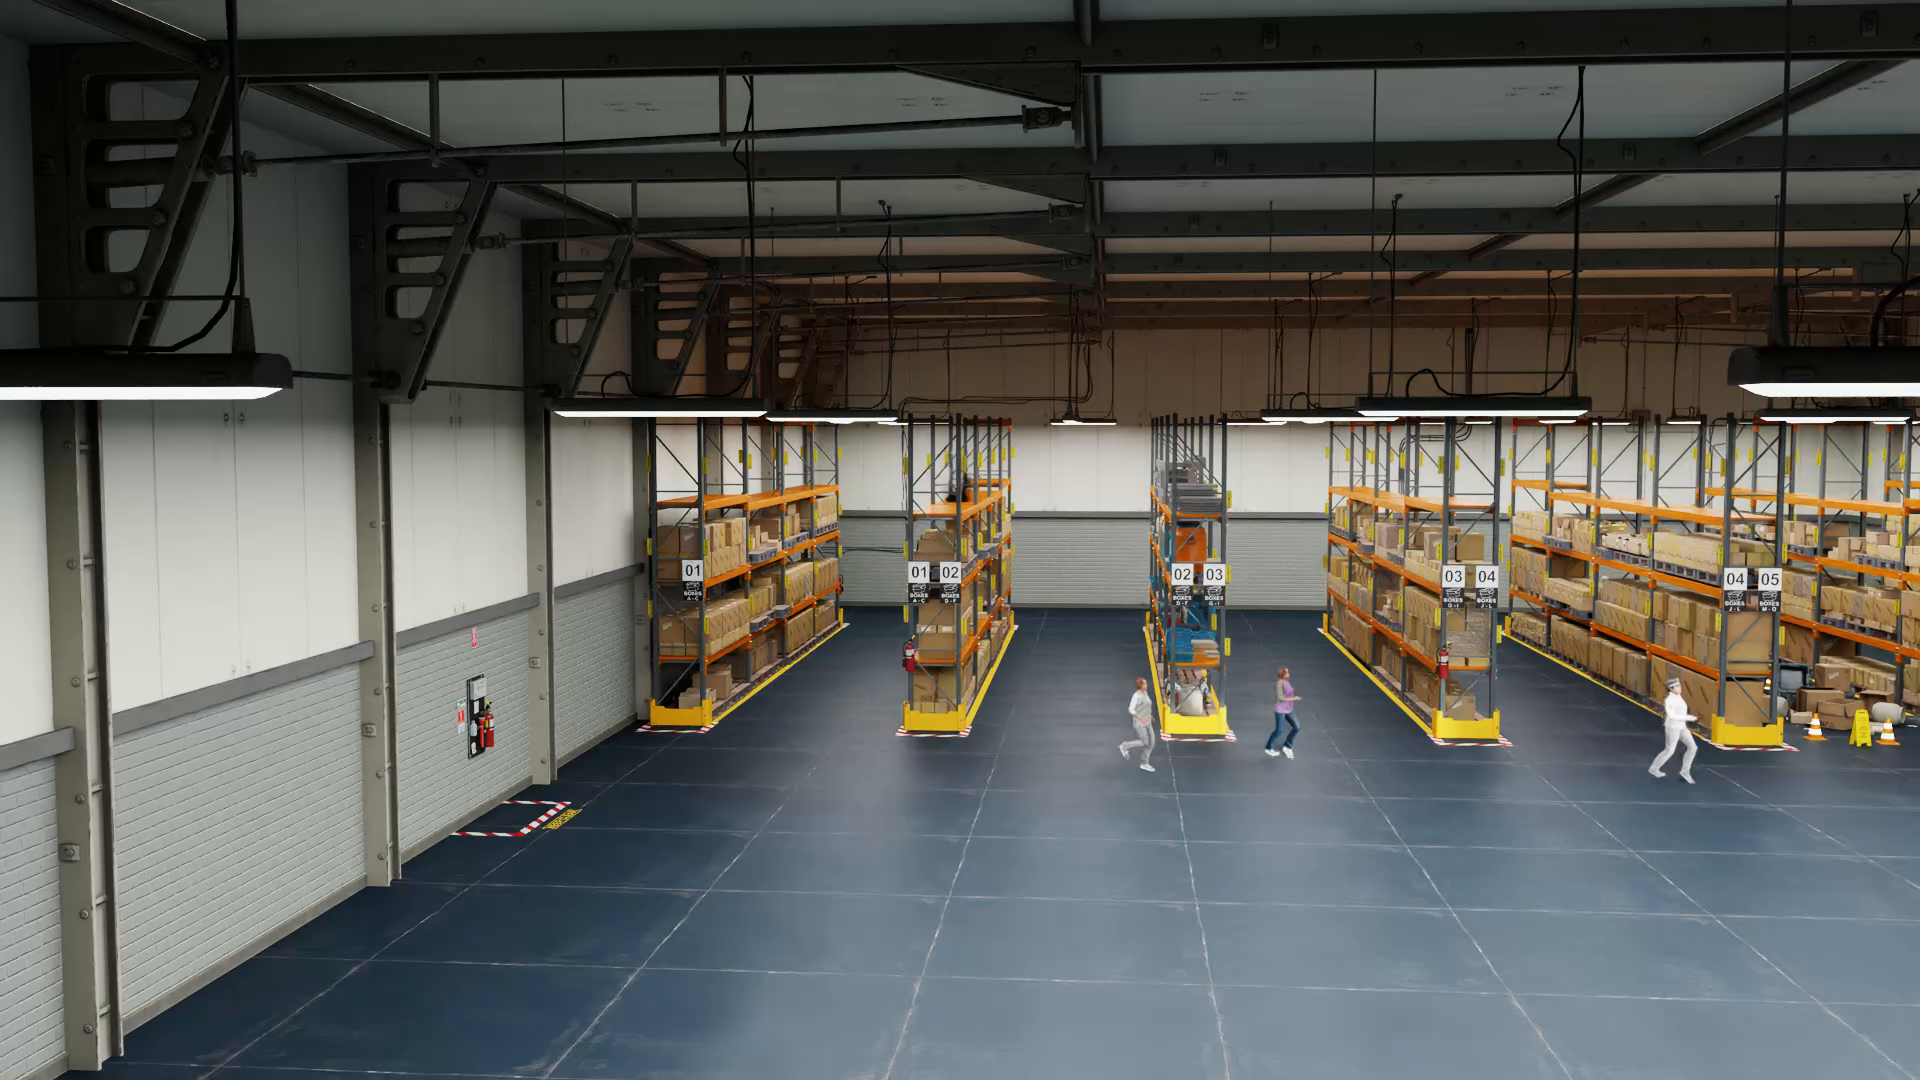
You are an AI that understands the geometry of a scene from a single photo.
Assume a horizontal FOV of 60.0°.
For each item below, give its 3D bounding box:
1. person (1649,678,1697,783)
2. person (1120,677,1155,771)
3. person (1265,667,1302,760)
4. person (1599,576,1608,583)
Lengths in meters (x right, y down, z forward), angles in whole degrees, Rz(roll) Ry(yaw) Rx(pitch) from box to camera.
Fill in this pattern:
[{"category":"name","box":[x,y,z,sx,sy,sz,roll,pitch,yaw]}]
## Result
[{"category":"person","box":[11.603,3.086,27.003,0.618,1.720,0.733,-4,5,-44]},{"category":"person","box":[3.009,3.079,27.923,0.617,1.564,0.545,2,5,33]},{"category":"person","box":[5.603,2.996,28.735,0.682,1.607,0.507,3,5,40]},{"category":"person","box":[17.086,1.832,44.197,0.687,1.765,1.003,0,4,1]}]
